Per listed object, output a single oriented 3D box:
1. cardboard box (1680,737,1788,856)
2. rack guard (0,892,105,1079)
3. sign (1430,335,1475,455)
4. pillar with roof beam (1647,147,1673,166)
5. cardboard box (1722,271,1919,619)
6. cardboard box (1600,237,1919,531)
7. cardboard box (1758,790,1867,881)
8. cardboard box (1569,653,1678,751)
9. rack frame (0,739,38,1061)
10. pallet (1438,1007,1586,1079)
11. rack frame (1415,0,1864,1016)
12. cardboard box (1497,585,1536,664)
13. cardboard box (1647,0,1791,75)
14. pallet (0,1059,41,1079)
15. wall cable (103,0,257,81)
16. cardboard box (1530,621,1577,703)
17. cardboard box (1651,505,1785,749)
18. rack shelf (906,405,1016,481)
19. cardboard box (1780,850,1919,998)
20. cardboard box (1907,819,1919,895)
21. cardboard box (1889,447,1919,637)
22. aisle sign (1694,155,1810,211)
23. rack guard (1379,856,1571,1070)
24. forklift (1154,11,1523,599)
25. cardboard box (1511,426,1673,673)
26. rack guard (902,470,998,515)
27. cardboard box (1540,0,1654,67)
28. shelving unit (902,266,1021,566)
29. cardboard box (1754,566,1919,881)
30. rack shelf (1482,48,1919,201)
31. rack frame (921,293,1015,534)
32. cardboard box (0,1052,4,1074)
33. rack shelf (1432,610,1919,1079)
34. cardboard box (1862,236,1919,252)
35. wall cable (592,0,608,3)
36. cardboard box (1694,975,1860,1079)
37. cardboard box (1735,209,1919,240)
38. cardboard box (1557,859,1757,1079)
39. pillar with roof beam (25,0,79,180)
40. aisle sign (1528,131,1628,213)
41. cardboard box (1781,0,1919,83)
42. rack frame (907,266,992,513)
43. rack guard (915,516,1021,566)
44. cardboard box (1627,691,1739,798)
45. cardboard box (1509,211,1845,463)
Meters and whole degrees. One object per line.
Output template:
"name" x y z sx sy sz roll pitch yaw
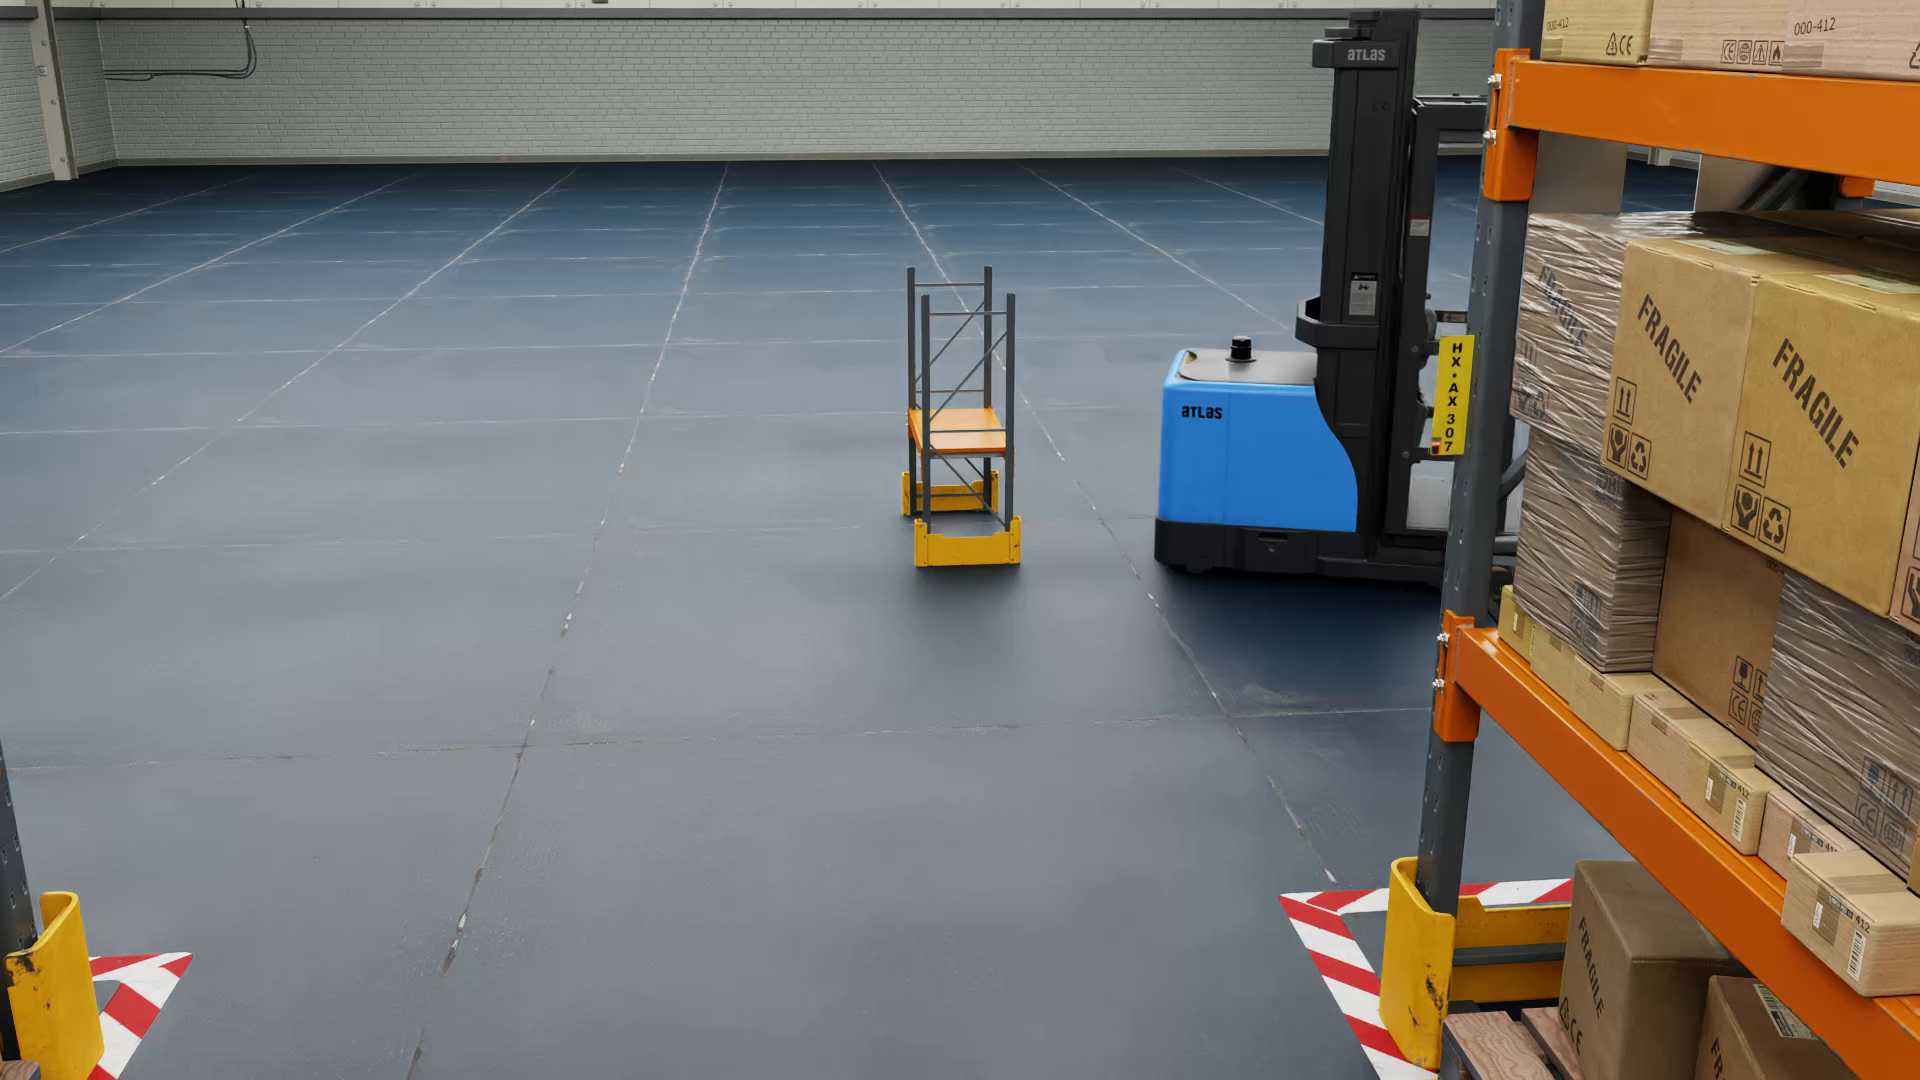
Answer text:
"cardboard box" 1.737 0.520 3.433 0.380 0.149 0.250 -2 18 -6
"rack guard" -3.084 1.318 4.645 1.175 0.500 0.348 -2 18 -6
"sign" 1.323 -0.387 4.457 0.100 0.325 0.005 -2 18 -6
"pillar with roof beam" 10.200 -11.935 32.671 9.100 9.000 0.400 -2 18 -6
"cardboard box" 1.746 -0.187 2.933 0.500 0.500 0.500 -2 18 -6
"cardboard box" 1.693 -0.336 3.407 0.500 0.500 0.500 -2 18 -6
"cardboard box" 1.790 0.593 3.198 0.380 0.149 0.250 -2 18 -6
"cardboard box" 1.672 0.371 3.906 0.380 0.149 0.250 -2 18 -6
"rack frame" -3.082 0.132 4.248 1.000 3.000 0.127 -2 18 -6
"pallet" 1.919 1.605 4.211 1.003 0.211 1.213 -2 18 -6
"rack frame" 1.862 0.009 4.640 1.000 3.000 0.127 -2 18 -6
"cardboard box" 1.655 0.221 4.384 0.380 0.149 0.250 -2 18 -6
"cardboard box" 1.714 -1.045 3.242 0.500 0.250 0.500 -2 18 -7
"pallet" -2.921 1.698 3.915 1.003 0.211 1.213 -2 18 -6
"wall cable" -15.839 -10.532 33.386 3.097 2.526 0.112 -2 18 -6
"cardboard box" 1.661 0.296 4.145 0.380 0.149 0.250 -2 18 -6
"cardboard box" 2.063 0.129 3.593 0.875 0.500 0.500 -2 18 -6
"rack shelf" -0.009 -0.569 9.587 0.538 0.185 1.000 -2 18 -6
"cardboard box" 1.713 0.671 2.951 0.380 0.149 0.250 -2 18 -6
"cardboard box" 2.111 0.429 2.639 0.875 0.500 0.500 -2 18 -6
"cardboard box" 1.803 -0.038 2.459 0.500 0.500 0.500 -2 18 -6
"aisle sign" 2.154 -1.259 4.339 0.394 0.787 0.004 -2 18 -6
"rack guard" 1.870 1.224 4.943 1.175 0.500 0.348 -2 18 -6
"forklift" 2.635 -1.265 8.813 3.031 2.935 1.130 4 18 11
"cardboard box" 1.892 -0.016 4.056 0.875 0.500 0.500 -2 18 -6
"rack guard" -0.059 -0.290 10.185 0.587 0.250 0.087 -2 18 -6
"cardboard box" 1.655 -1.199 3.731 0.500 0.250 0.500 -1 17 -4
"shelving unit" -0.008 -0.738 9.525 0.587 1.500 1.083 -2 18 -6
"cardboard box" 2.071 0.280 3.115 0.875 0.500 0.500 -2 18 -6
"rack shelf" 2.069 -0.483 2.401 1.077 0.370 4.000 -2 18 -6
"rack frame" 0.044 -0.590 9.051 0.500 1.500 0.032 -2 18 -6
"cardboard box" -2.946 1.146 3.866 0.875 0.875 0.875 -2 18 -5
"rack shelf" 2.069 0.948 2.850 1.077 0.370 4.000 -2 18 -6
"cardboard box" 2.222 -0.353 3.459 0.500 0.500 0.500 -2 18 -6
"wall cable" -6.395 -13.925 33.331 2.305 6.003 0.169 -2 18 -6
"cardboard box" 2.006 1.365 3.794 0.500 0.500 0.500 3 18 9
"cardboard box" 2.165 -0.501 3.933 0.500 0.500 0.500 -2 18 -6
"cardboard box" 1.910 1.188 4.358 0.500 0.500 0.500 1 17 5
"pillar with roof beam" -12.568 -11.228 30.419 9.100 9.000 0.400 -2 18 -6
"aisle sign" 1.558 -1.240 4.280 0.394 0.787 0.004 -2 18 -6
"cardboard box" 1.761 -0.898 2.772 0.500 0.250 0.500 -2 18 -6
"rack frame" -0.061 -0.892 10.016 0.500 1.500 0.032 -2 18 -6
"rack guard" 0.044 0.006 9.239 0.587 0.250 0.087 -2 18 -6
"cardboard box" 1.719 0.445 3.671 0.380 0.149 0.250 -2 18 -6
"cardboard box" 1.648 -0.485 3.882 0.500 0.500 0.500 -2 18 -6
